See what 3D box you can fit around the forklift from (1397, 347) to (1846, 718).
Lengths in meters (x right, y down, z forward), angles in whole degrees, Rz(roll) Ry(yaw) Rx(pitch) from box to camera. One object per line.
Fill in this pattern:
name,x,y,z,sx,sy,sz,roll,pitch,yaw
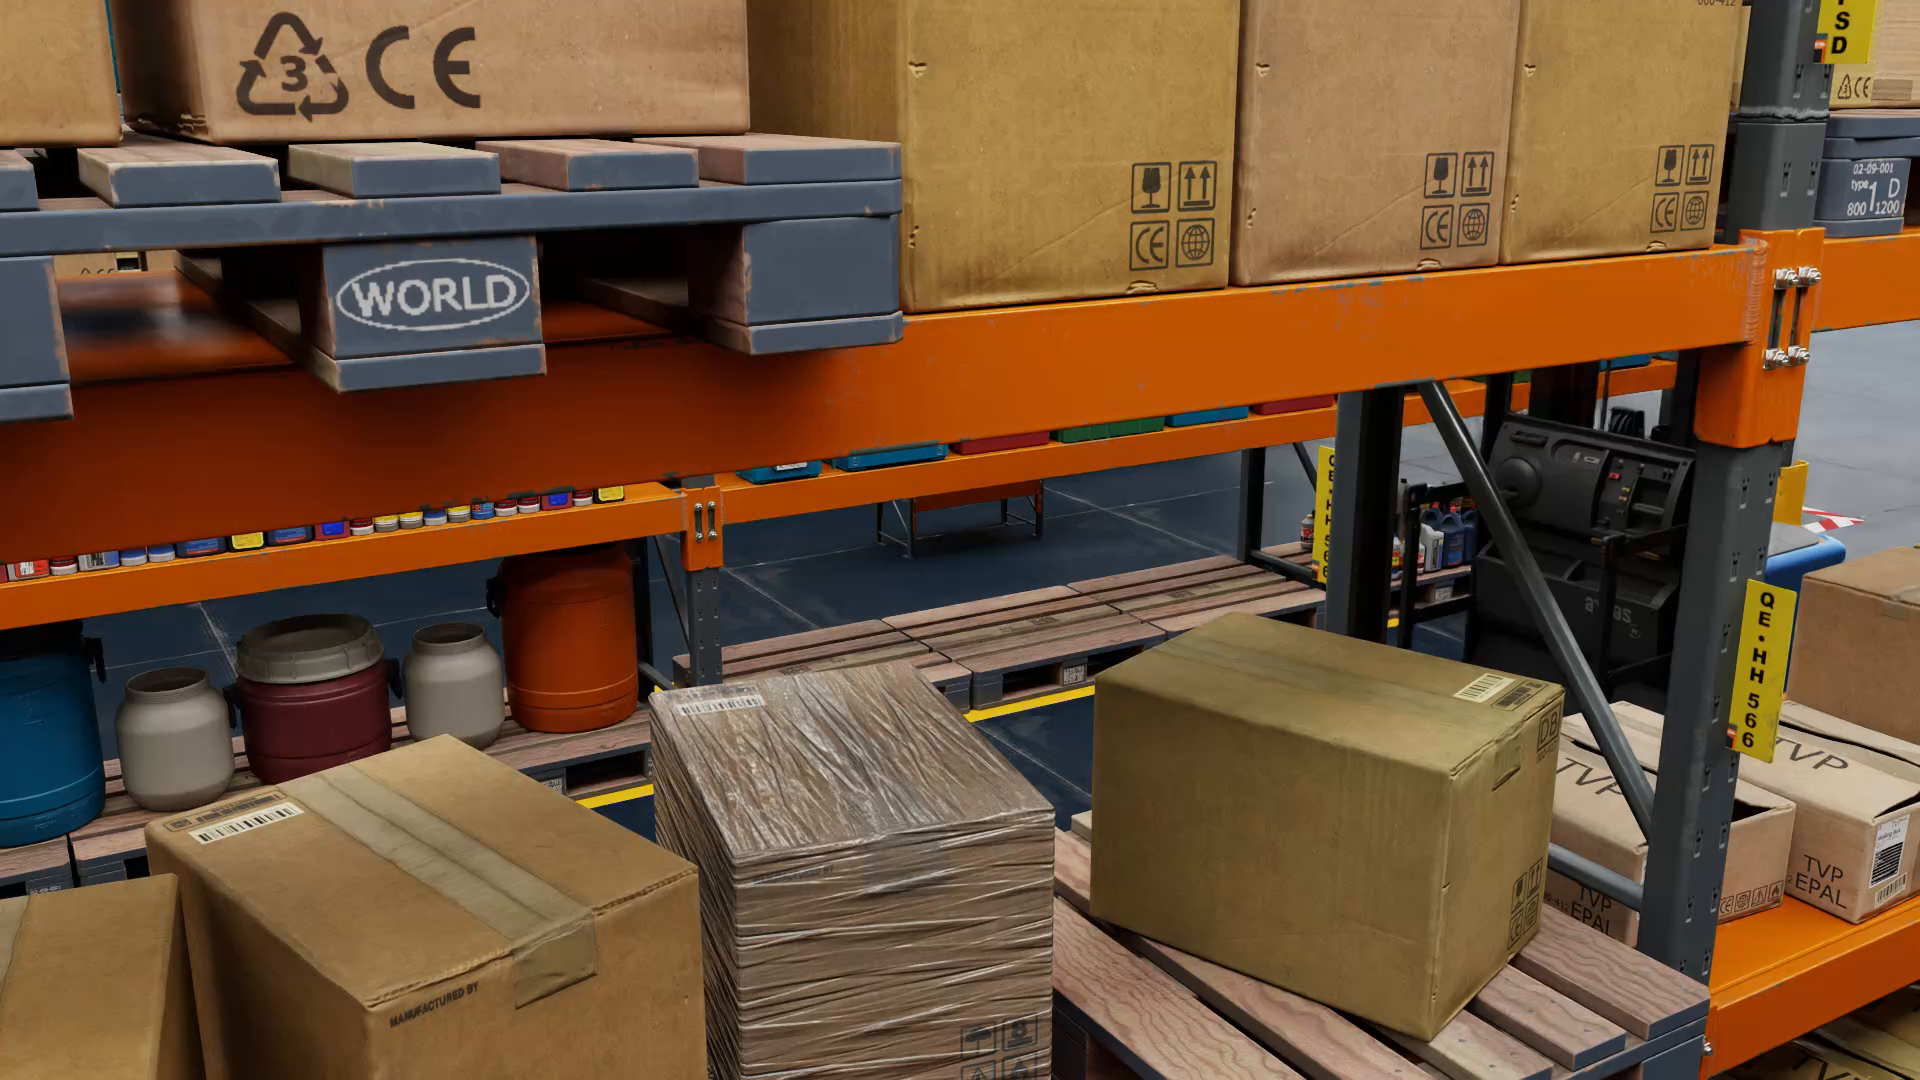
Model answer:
forklift,2.476,-0.270,6.941,3.031,2.935,1.130,-10,19,-32

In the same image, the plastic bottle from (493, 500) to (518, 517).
plastic bottle,-1.908,-0.206,6.956,0.097,0.201,0.097,0,16,0

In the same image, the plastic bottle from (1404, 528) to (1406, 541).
plastic bottle,2.744,0.007,10.044,0.133,0.283,0.061,-9,18,-30

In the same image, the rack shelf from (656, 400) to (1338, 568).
rack shelf,0.323,-0.446,8.775,4.000,0.370,1.077,-9,18,-30

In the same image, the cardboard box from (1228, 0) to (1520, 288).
cardboard box,0.363,-0.721,2.681,0.500,0.500,0.910,-9,18,-30

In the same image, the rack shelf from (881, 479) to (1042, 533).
rack shelf,-0.006,-0.305,11.321,1.000,0.278,0.538,-9,18,-30

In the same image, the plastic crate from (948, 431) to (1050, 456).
plastic crate,0.152,-0.699,8.227,0.583,0.464,0.402,-9,18,-30

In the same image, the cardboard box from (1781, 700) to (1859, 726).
cardboard box,2.221,0.563,4.309,0.250,0.149,0.380,-8,17,-26

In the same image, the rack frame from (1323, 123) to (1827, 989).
rack frame,1.157,0.632,3.596,0.127,3.000,1.000,-9,18,-30

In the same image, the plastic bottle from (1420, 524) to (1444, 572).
plastic bottle,2.800,0.035,9.957,0.135,0.276,0.152,-8,18,-28

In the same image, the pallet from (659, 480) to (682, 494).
pallet,-2.227,-0.594,13.138,1.213,0.211,1.003,-9,18,-30

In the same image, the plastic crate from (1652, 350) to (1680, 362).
plastic crate,4.632,-1.327,10.861,0.408,0.251,0.499,-9,18,-30

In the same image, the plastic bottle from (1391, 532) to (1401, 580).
plastic bottle,2.537,0.089,9.775,0.097,0.271,0.097,0,16,0

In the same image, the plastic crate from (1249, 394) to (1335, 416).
plastic crate,1.780,-0.963,9.169,0.583,0.464,0.402,-9,18,-30

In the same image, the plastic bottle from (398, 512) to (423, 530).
plastic bottle,-2.241,-0.152,6.763,0.097,0.201,0.097,0,16,0

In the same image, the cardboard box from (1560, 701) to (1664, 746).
cardboard box,1.785,0.564,4.304,0.250,0.149,0.380,-9,18,-30

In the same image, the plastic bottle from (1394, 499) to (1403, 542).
plastic bottle,2.704,-0.123,10.521,0.135,0.276,0.152,-9,18,-30

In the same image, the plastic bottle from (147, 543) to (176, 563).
plastic bottle,-3.037,-0.057,6.293,0.097,0.271,0.097,0,16,0

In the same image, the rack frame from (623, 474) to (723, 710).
rack frame,-1.391,-0.514,7.686,0.127,3.000,1.000,-9,18,-30

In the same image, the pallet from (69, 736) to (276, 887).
pallet,-3.090,1.116,7.036,1.213,0.211,1.003,-9,18,-30

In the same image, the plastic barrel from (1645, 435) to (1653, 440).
plastic barrel,4.512,-0.452,11.295,0.421,0.512,0.421,0,16,0

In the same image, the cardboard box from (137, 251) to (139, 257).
cardboard box,-7.245,-2.624,14.902,0.250,0.149,0.380,-9,18,-30

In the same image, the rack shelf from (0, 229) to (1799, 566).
rack shelf,-0.558,-0.187,2.297,4.000,0.370,1.077,-9,18,-30

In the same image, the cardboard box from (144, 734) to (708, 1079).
cardboard box,-0.789,0.678,2.470,0.700,0.500,0.500,15,21,42

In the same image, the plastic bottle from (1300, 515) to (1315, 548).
plastic bottle,2.188,-0.057,10.425,0.097,0.201,0.097,0,16,0

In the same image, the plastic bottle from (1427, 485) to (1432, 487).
plastic bottle,3.024,-0.220,10.868,0.135,0.276,0.152,-9,18,-29

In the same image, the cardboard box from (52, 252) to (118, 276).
cardboard box,-5.708,-1.909,10.618,0.637,0.503,0.797,-9,18,-28

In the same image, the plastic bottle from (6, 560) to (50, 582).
plastic bottle,-3.433,-0.003,6.094,0.135,0.276,0.152,-9,18,-30

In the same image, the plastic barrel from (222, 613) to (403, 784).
plastic barrel,-2.770,0.674,7.139,0.708,0.588,0.600,-9,18,-30

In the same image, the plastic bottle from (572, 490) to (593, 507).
plastic bottle,-1.626,-0.252,7.118,0.097,0.201,0.097,0,16,0

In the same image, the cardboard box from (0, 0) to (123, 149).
cardboard box,-1.241,-0.705,1.663,0.600,0.600,0.600,-9,18,-30

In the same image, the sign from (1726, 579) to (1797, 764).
sign,1.444,0.237,3.007,0.005,0.325,0.100,-9,18,-30

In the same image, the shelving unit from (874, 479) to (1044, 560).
shelving unit,-0.006,-0.541,11.255,1.048,1.125,0.538,-9,18,-30

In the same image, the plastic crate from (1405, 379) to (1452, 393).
plastic crate,2.552,-1.084,9.833,0.504,0.338,0.767,-9,18,-30

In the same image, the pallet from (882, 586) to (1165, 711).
pallet,0.338,0.561,9.016,1.213,0.211,1.003,-9,18,-30

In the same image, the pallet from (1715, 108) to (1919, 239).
pallet,1.693,-0.836,3.627,1.003,0.211,1.213,-8,18,-27

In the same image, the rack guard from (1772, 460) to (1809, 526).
rack guard,5.426,-0.401,11.914,0.348,0.500,1.175,-9,18,-30

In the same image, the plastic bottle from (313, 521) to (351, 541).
plastic bottle,-2.498,-0.144,6.583,0.133,0.283,0.061,-9,18,-30

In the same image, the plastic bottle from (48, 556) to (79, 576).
plastic bottle,-3.320,0.023,6.139,0.097,0.201,0.097,0,16,0

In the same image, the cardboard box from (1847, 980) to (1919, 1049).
cardboard box,2.641,1.334,4.371,0.500,0.311,0.500,-10,18,-31

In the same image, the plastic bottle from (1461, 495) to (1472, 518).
plastic bottle,3.372,-0.283,11.101,0.097,0.271,0.097,0,16,0
